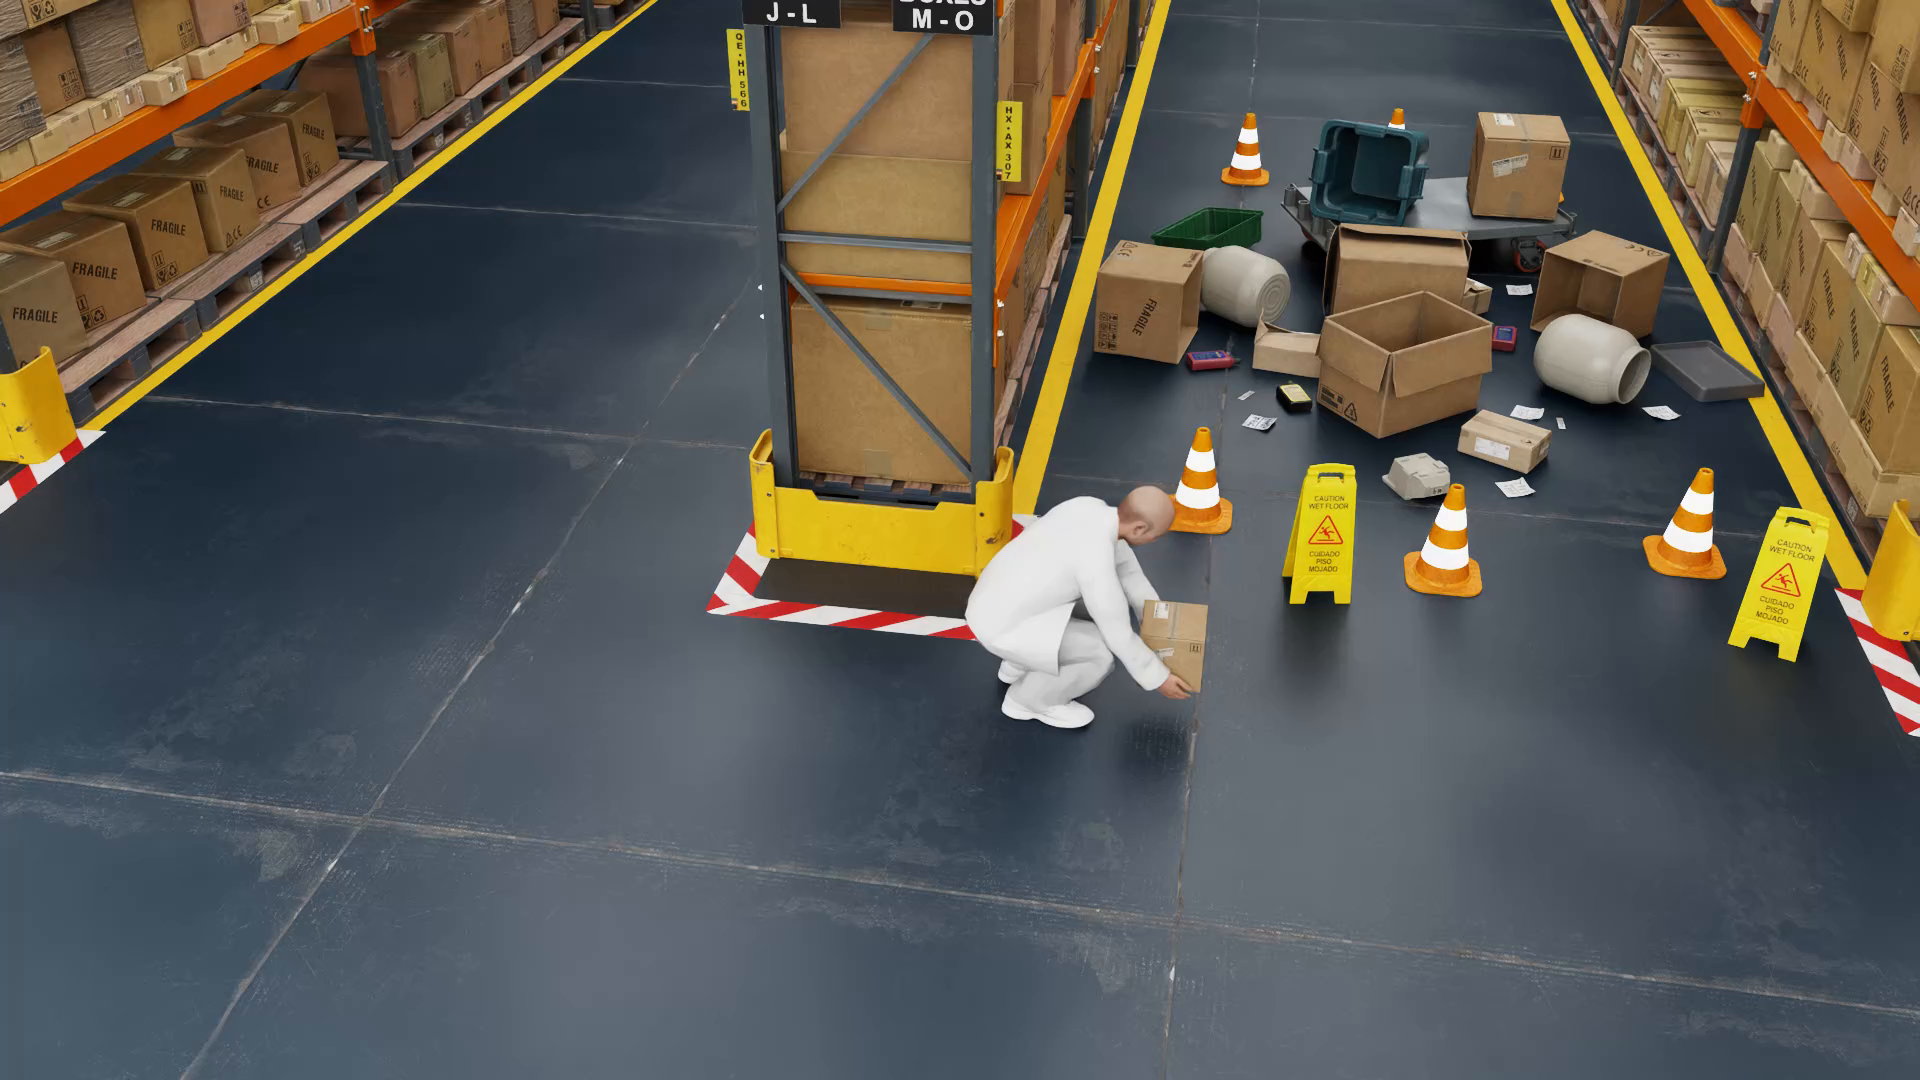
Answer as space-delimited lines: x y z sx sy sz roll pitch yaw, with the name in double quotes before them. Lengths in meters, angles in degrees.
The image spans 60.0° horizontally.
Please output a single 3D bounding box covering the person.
"person" 0.477 0.234 6.520 0.913 0.994 0.601 5 32 8
